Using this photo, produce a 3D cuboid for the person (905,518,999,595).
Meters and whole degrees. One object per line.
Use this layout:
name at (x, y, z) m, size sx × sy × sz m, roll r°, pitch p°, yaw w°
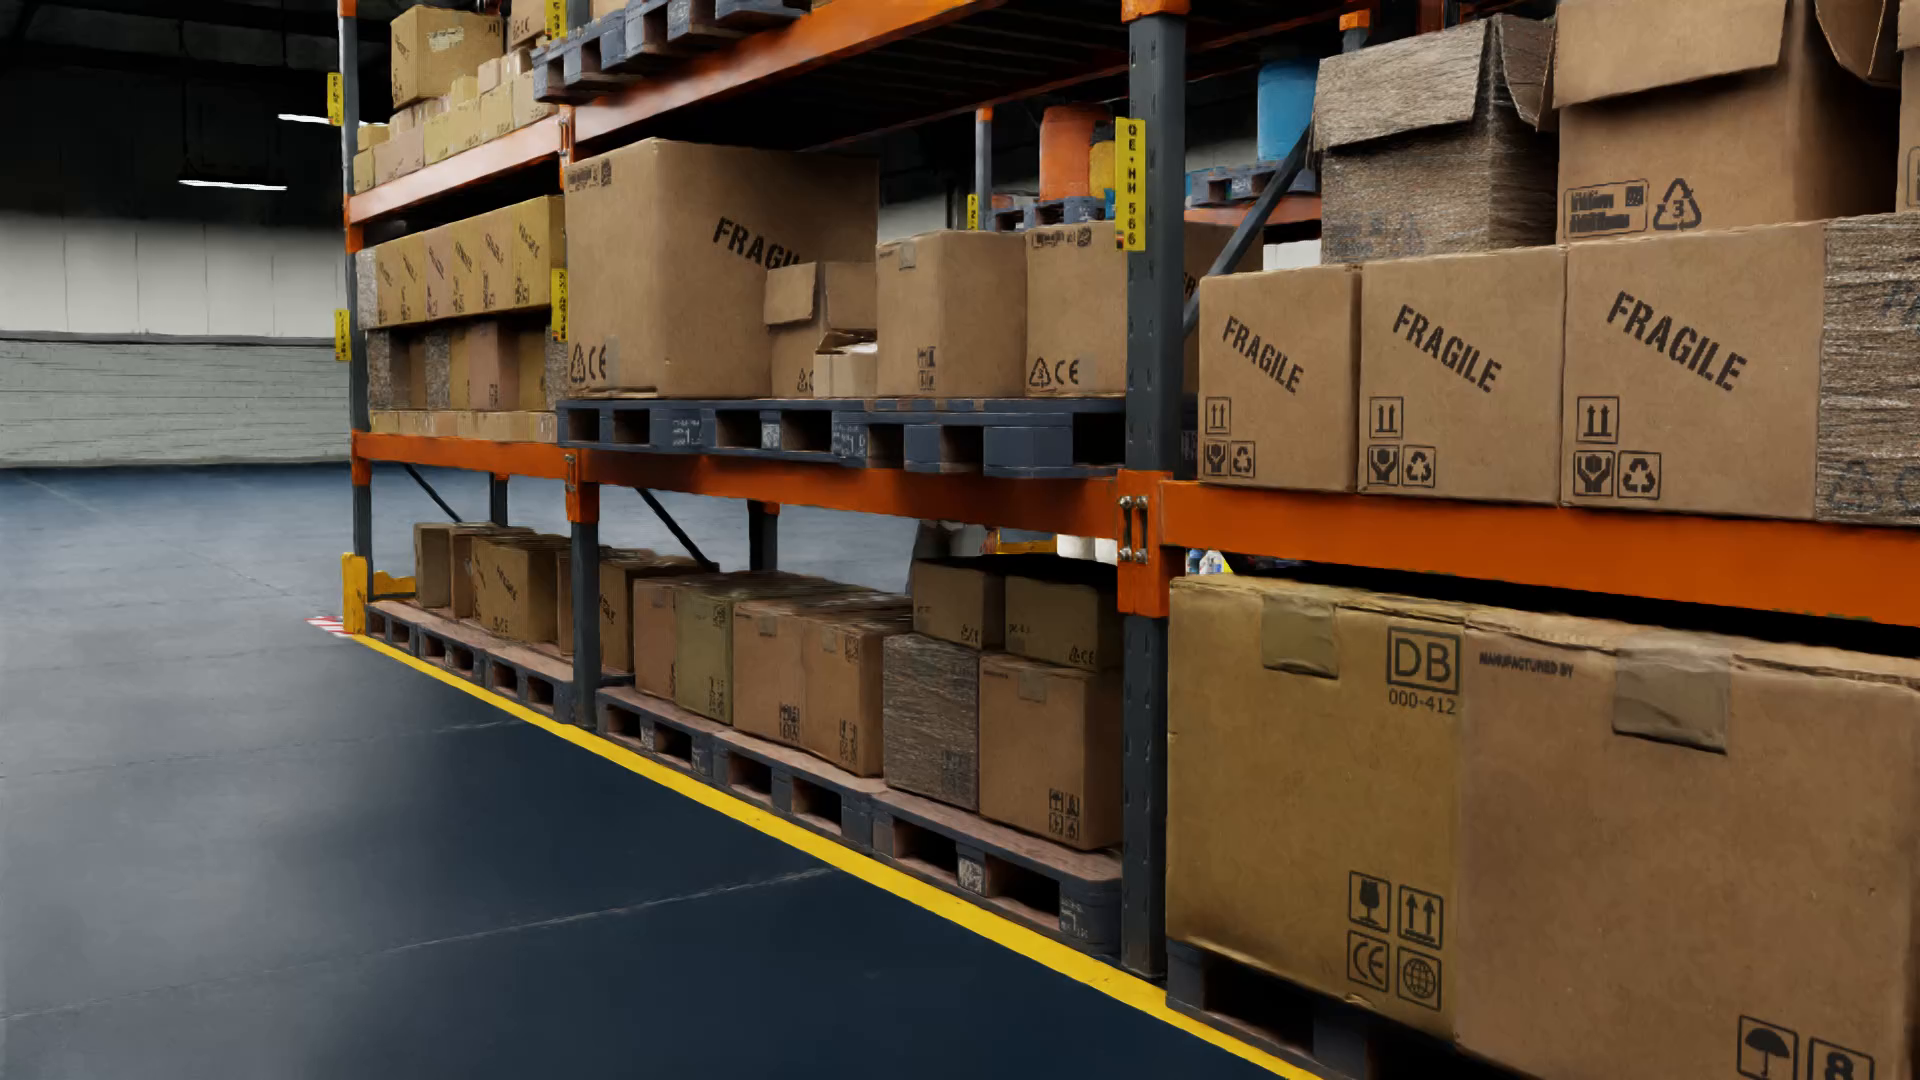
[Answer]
person at (-0.092, -0.045, 8.769) m, size 0.695 × 1.639 × 0.437 m, roll 3°, pitch 6°, yaw 34°
